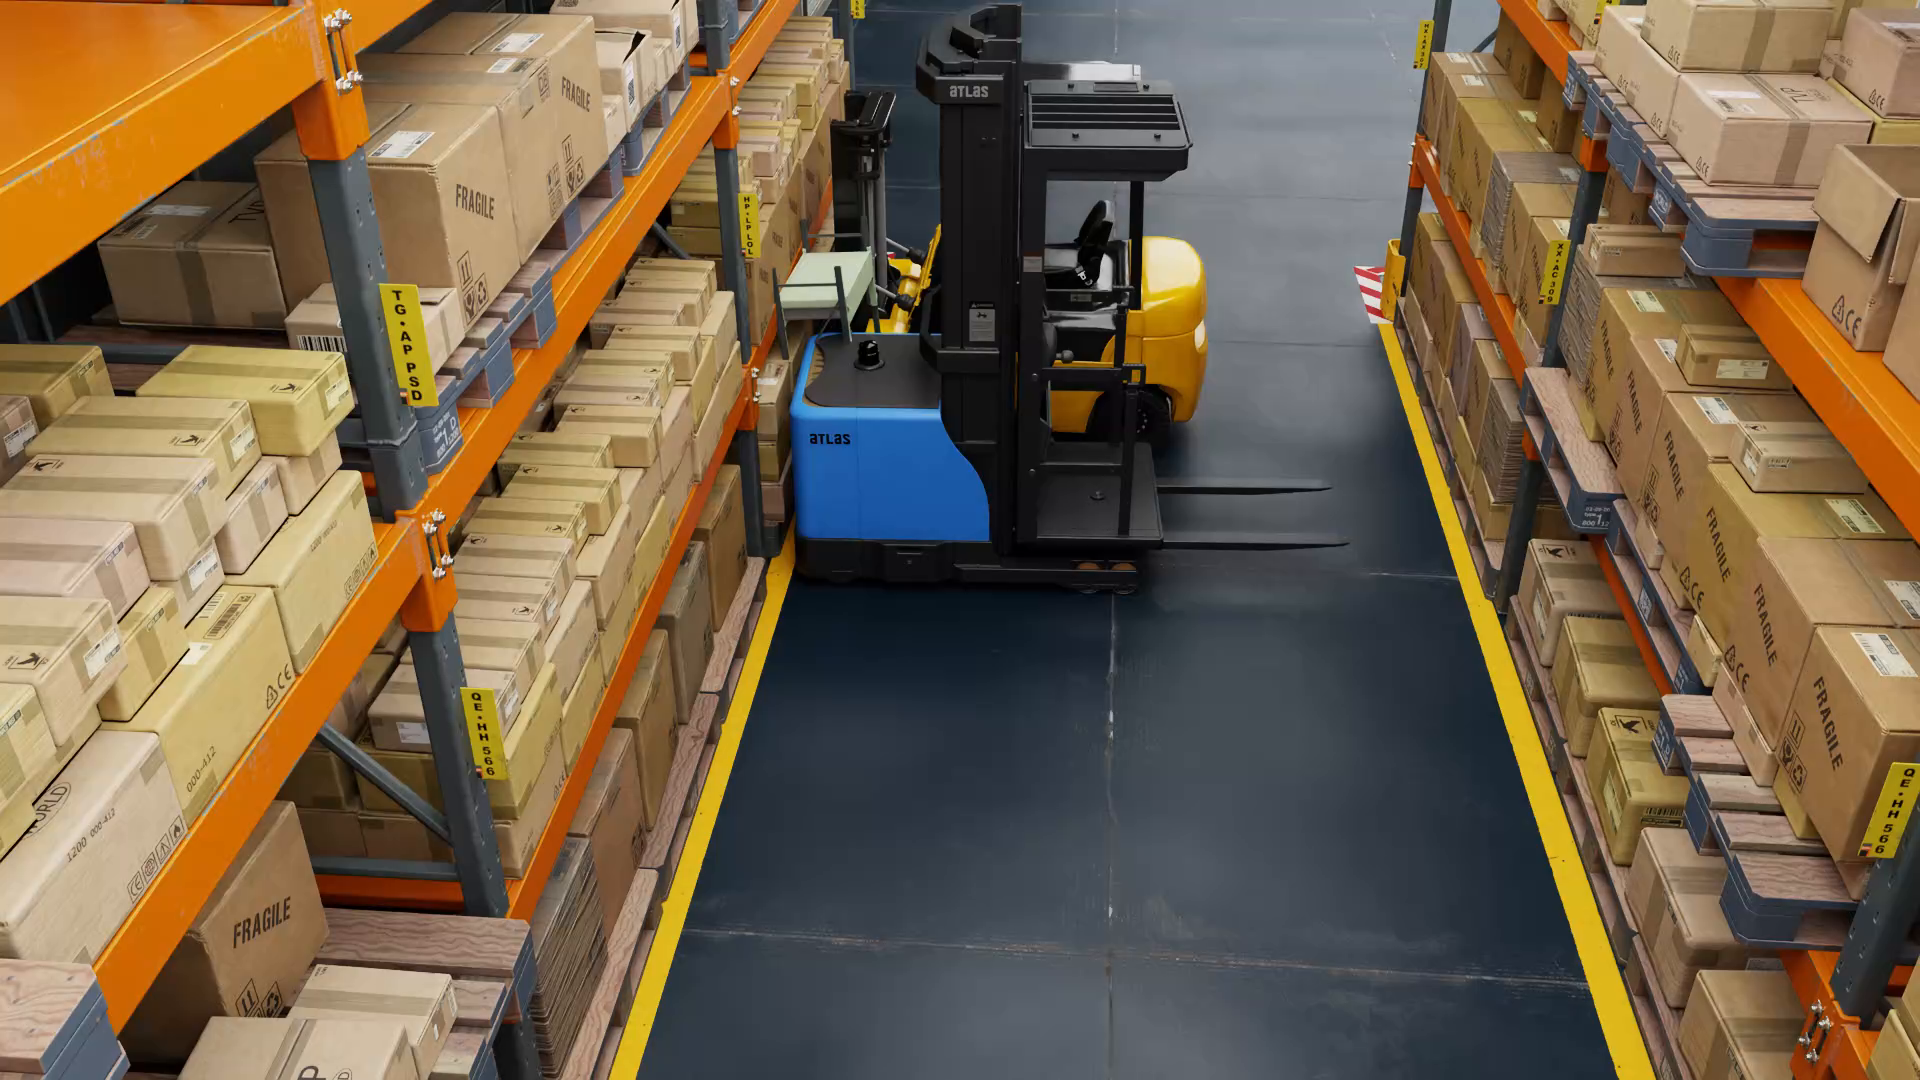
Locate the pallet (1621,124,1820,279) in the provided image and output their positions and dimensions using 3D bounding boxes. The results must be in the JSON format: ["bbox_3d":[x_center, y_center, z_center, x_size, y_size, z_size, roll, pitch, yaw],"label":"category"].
[{"bbox_3d":[3.136,-1.222,5.974,1.213,0.211,1.003,2,32,4],"label":"pallet"}]

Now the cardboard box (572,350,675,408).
[{"bbox_3d":[-1.429,-0.688,7.073,0.380,0.149,0.250,2,32,3],"label":"cardboard box"}]

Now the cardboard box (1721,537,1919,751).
[{"bbox_3d":[2.839,0.337,5.345,0.500,0.500,0.500,2,32,3],"label":"cardboard box"}]

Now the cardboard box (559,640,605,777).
[{"bbox_3d":[-1.574,0.575,5.881,0.500,0.250,0.500,2,32,3],"label":"cardboard box"}]

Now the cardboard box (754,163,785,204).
[{"bbox_3d":[-1.179,-1.969,9.152,0.380,0.149,0.250,3,32,5],"label":"cardboard box"}]

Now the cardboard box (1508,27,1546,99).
[{"bbox_3d":[3.827,-3.032,10.259,0.700,0.500,0.500,3,32,4],"label":"cardboard box"}]

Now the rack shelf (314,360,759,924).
[{"bbox_3d":[-1.737,0.256,6.941,1.077,0.370,4.000,2,32,4],"label":"rack shelf"}]

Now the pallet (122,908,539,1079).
[{"bbox_3d":[-1.885,1.435,4.526,1.213,0.211,1.003,2,32,4],"label":"pallet"}]

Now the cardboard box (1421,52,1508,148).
[{"bbox_3d":[3.384,-2.911,11.016,0.500,0.500,0.500,2,32,3],"label":"cardboard box"}]

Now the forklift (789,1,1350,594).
[{"bbox_3d":[0.625,-1.238,8.745,3.031,2.935,1.130,1,32,1],"label":"forklift"}]

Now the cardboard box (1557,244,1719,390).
[{"bbox_3d":[3.050,-1.001,7.516,0.500,0.500,0.500,3,32,5],"label":"cardboard box"}]

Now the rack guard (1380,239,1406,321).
[{"bbox_3d":[3.693,-1.874,12.094,1.175,0.500,0.348,2,32,4],"label":"rack guard"}]

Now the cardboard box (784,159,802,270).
[{"bbox_3d":[-1.211,-1.897,9.655,0.500,0.500,0.500,2,32,3],"label":"cardboard box"}]

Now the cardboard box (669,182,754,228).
[{"bbox_3d":[-1.252,-1.695,8.425,0.380,0.149,0.250,3,32,5],"label":"cardboard box"}]

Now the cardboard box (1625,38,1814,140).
[{"bbox_3d":[2.886,-1.724,6.352,0.500,0.250,0.500,2,32,3],"label":"cardboard box"}]

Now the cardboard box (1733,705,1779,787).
[{"bbox_3d":[2.766,0.676,5.414,0.380,0.149,0.250,2,32,4],"label":"cardboard box"}]

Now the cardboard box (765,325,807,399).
[{"bbox_3d":[-1.170,-1.036,9.620,0.500,0.250,0.500,3,32,4],"label":"cardboard box"}]

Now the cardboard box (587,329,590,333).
[{"bbox_3d":[-1.871,-0.991,7.945,0.500,0.250,0.500,2,32,3],"label":"cardboard box"}]

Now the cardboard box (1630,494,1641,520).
[{"bbox_3d":[2.953,-0.139,6.735,0.380,0.149,0.250,3,32,4],"label":"cardboard box"}]

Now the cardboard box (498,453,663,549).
[{"bbox_3d":[-1.501,-0.178,6.626,0.500,0.250,0.500,3,32,5],"label":"cardboard box"}]

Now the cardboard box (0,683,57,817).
[{"bbox_3d":[-1.738,0.357,2.712,0.380,0.149,0.250,3,32,4],"label":"cardboard box"}]

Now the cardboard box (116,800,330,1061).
[{"bbox_3d":[-2.097,1.037,4.493,0.500,0.500,0.500,4,32,6],"label":"cardboard box"}]

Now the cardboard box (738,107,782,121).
[{"bbox_3d":[-1.226,-2.372,9.524,0.380,0.149,0.250,2,32,4],"label":"cardboard box"}]

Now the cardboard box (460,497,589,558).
[{"bbox_3d":[-1.565,-0.022,5.994,0.380,0.149,0.250,3,32,5],"label":"cardboard box"}]

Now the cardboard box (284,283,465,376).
[{"bbox_3d":[-1.568,-0.573,4.468,0.380,0.166,0.250,2,32,4],"label":"cardboard box"}]

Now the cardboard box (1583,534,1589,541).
[{"bbox_3d":[3.691,-0.191,9.202,0.500,0.250,0.500,1,32,2],"label":"cardboard box"}]

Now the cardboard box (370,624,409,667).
[{"bbox_3d":[-2.100,0.332,5.798,0.500,0.250,0.500,3,32,4],"label":"cardboard box"}]

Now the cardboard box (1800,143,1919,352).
[{"bbox_3d":[3.144,-0.914,5.197,0.797,0.503,0.637,2,32,4],"label":"cardboard box"}]

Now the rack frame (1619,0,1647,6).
[{"bbox_3d":[3.374,-3.440,6.535,1.000,3.000,0.127,2,32,4],"label":"rack frame"}]

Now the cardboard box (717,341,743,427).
[{"bbox_3d":[-1.354,-0.757,8.043,0.500,0.250,0.500,3,32,5],"label":"cardboard box"}]

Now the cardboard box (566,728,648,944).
[{"bbox_3d":[-1.790,1.160,6.652,0.875,0.625,0.625,3,32,6],"label":"cardboard box"}]

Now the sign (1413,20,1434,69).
[{"bbox_3d":[3.159,-3.369,11.313,0.100,0.325,0.005,2,32,4],"label":"sign"}]

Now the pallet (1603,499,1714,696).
[{"bbox_3d":[3.168,0.251,6.448,1.003,0.211,1.213,2,32,4],"label":"pallet"}]

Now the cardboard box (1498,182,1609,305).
[{"bbox_3d":[3.197,-1.568,8.836,0.500,0.500,0.500,3,32,6],"label":"cardboard box"}]

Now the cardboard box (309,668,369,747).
[{"bbox_3d":[-2.075,0.498,5.149,0.380,0.149,0.250,3,32,6],"label":"cardboard box"}]

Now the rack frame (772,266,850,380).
[{"bbox_3d":[-0.780,-0.844,9.424,0.400,1.500,0.023,0,32,10],"label":"rack frame"}]

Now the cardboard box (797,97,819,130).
[{"bbox_3d":[-1.077,-2.641,10.243,0.380,0.149,0.250,3,32,4],"label":"cardboard box"}]

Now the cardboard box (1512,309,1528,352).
[{"bbox_3d":[3.110,-1.091,8.681,0.380,0.149,0.250,3,32,5],"label":"cardboard box"}]

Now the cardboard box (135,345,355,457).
[{"bbox_3d":[-1.633,-0.321,3.813,0.380,0.149,0.250,3,32,6],"label":"cardboard box"}]

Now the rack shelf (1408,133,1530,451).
[{"bbox_3d":[3.537,-1.625,9.994,1.077,0.370,4.000,2,32,4],"label":"rack shelf"}]

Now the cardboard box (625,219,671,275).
[{"bbox_3d":[-1.807,-1.385,8.823,0.500,0.500,0.500,2,32,4],"label":"cardboard box"}]

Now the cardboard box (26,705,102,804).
[{"bbox_3d":[-1.822,0.340,3.024,0.380,0.149,0.250,3,32,4],"label":"cardboard box"}]

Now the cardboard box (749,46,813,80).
[{"bbox_3d":[-1.145,-3.041,10.609,0.380,0.149,0.250,3,32,4],"label":"cardboard box"}]

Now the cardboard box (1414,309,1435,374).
[{"bbox_3d":[3.309,-1.309,11.016,0.500,0.250,0.500,4,32,6],"label":"cardboard box"}]

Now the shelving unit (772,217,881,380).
[{"bbox_3d":[-0.726,-1.036,9.731,0.431,1.500,0.755,0,32,10],"label":"shelving unit"}]

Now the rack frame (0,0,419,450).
[{"bbox_3d":[-1.899,-1.558,3.482,1.000,3.000,0.127,2,32,4],"label":"rack frame"}]

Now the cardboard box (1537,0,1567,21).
[{"bbox_3d":[3.193,-2.771,8.549,0.380,0.149,0.250,3,32,5],"label":"cardboard box"}]

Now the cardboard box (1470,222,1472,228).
[{"bbox_3d":[3.290,-1.889,9.976,0.380,0.149,0.250,2,32,3],"label":"cardboard box"}]

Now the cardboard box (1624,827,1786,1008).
[{"bbox_3d":[3.156,1.464,6.399,0.950,0.372,0.625,2,32,3],"label":"cardboard box"}]

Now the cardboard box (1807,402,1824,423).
[{"bbox_3d":[3.436,-0.180,6.184,0.500,0.500,0.500,1,32,2],"label":"cardboard box"}]

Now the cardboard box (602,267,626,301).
[{"bbox_3d":[-1.816,-1.240,7.970,0.380,0.149,0.250,2,32,3],"label":"cardboard box"}]

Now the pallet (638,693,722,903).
[{"bbox_3d":[-1.692,1.118,7.515,1.003,0.211,1.213,2,32,4],"label":"pallet"}]

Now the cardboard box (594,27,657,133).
[{"bbox_3d":[-1.452,-1.766,6.267,0.500,0.311,0.500,1,32,2],"label":"cardboard box"}]

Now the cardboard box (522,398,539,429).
[{"bbox_3d":[-1.973,-0.576,6.892,0.380,0.149,0.250,2,32,4],"label":"cardboard box"}]

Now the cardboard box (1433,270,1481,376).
[{"bbox_3d":[3.270,-1.347,10.363,0.500,0.500,0.500,3,32,5],"label":"cardboard box"}]

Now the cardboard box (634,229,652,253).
[{"bbox_3d":[-1.804,-1.594,8.544,0.380,0.149,0.250,2,32,4],"label":"cardboard box"}]
